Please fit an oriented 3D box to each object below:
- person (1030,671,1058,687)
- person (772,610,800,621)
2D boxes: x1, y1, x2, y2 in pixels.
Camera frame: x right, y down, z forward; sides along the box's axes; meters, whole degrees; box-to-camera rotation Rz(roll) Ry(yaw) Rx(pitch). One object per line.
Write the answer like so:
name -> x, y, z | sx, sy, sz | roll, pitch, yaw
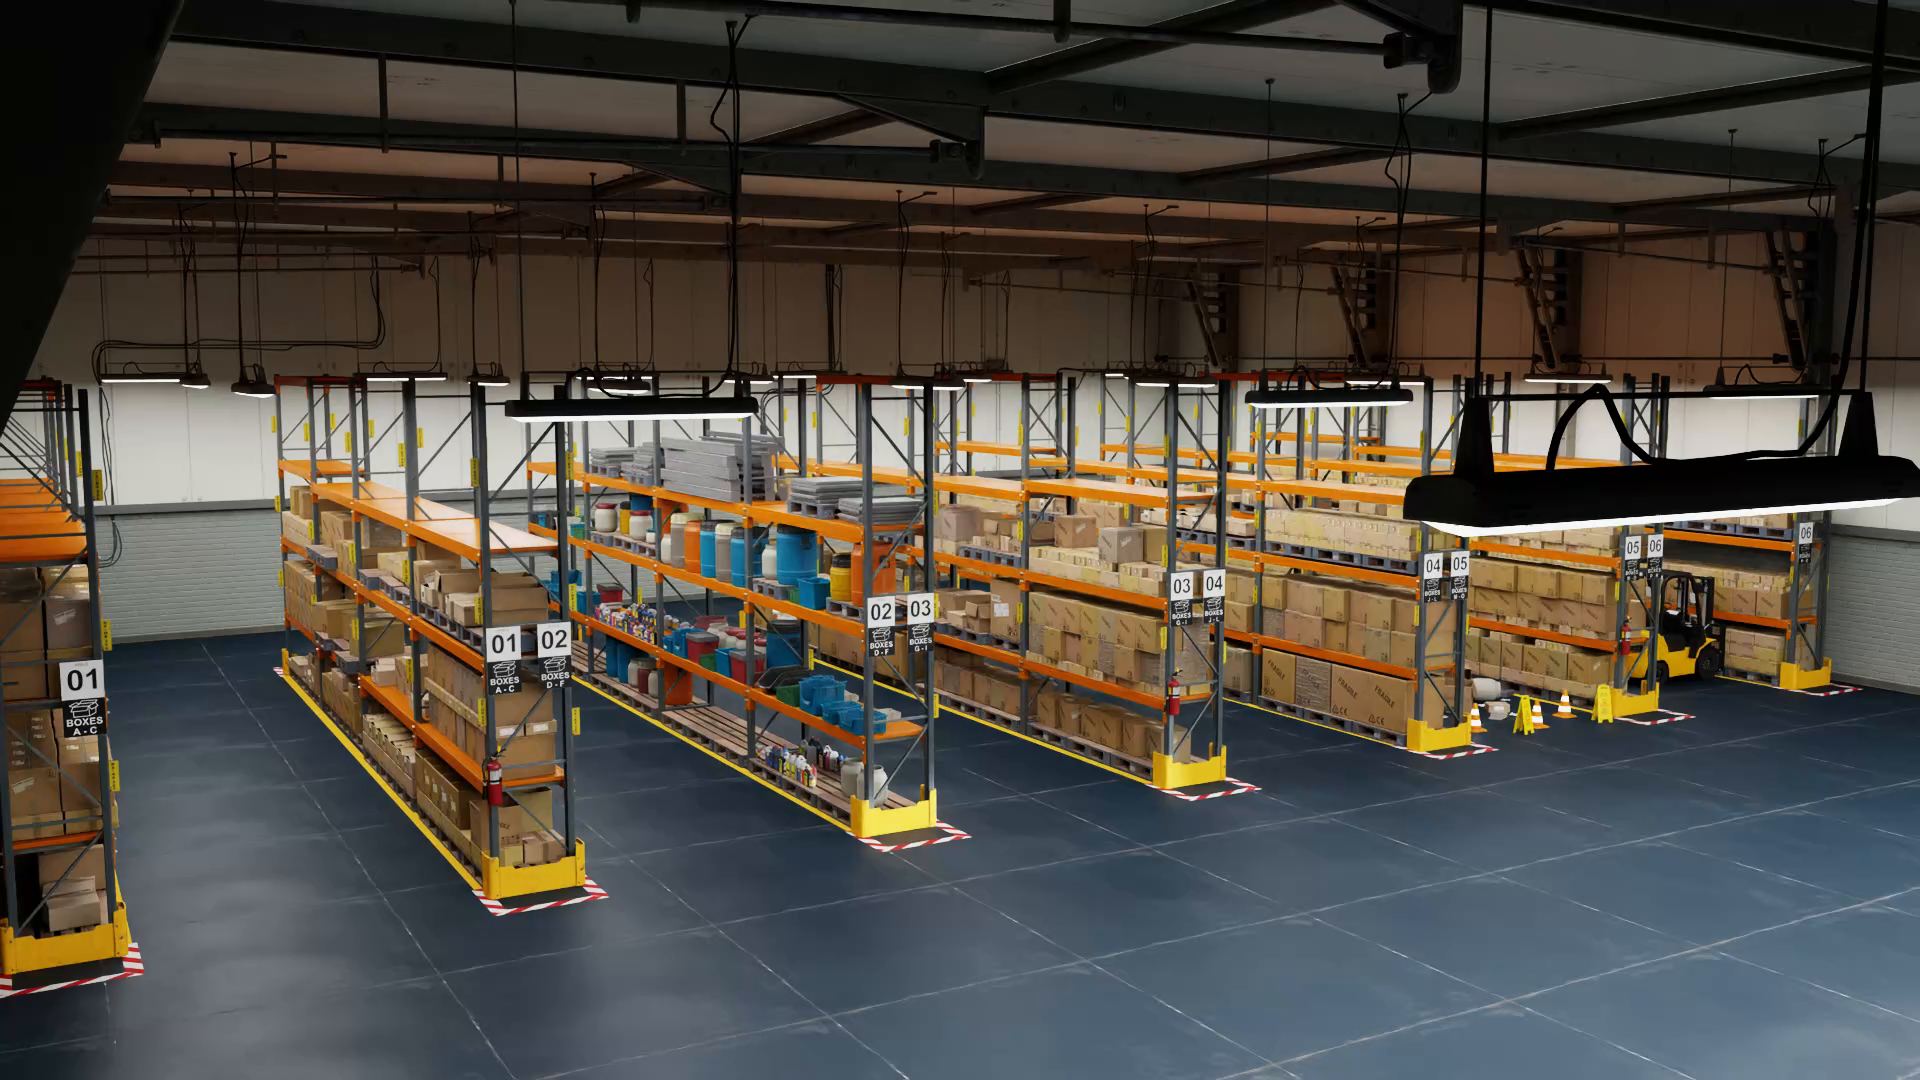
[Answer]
person -> 1.673, 1.936, 32.151 | 0.589, 1.695, 1.067 | -5, 8, -38
person -> -3.491, 1.828, 33.468 | 0.598, 1.777, 0.487 | -2, 7, -21
